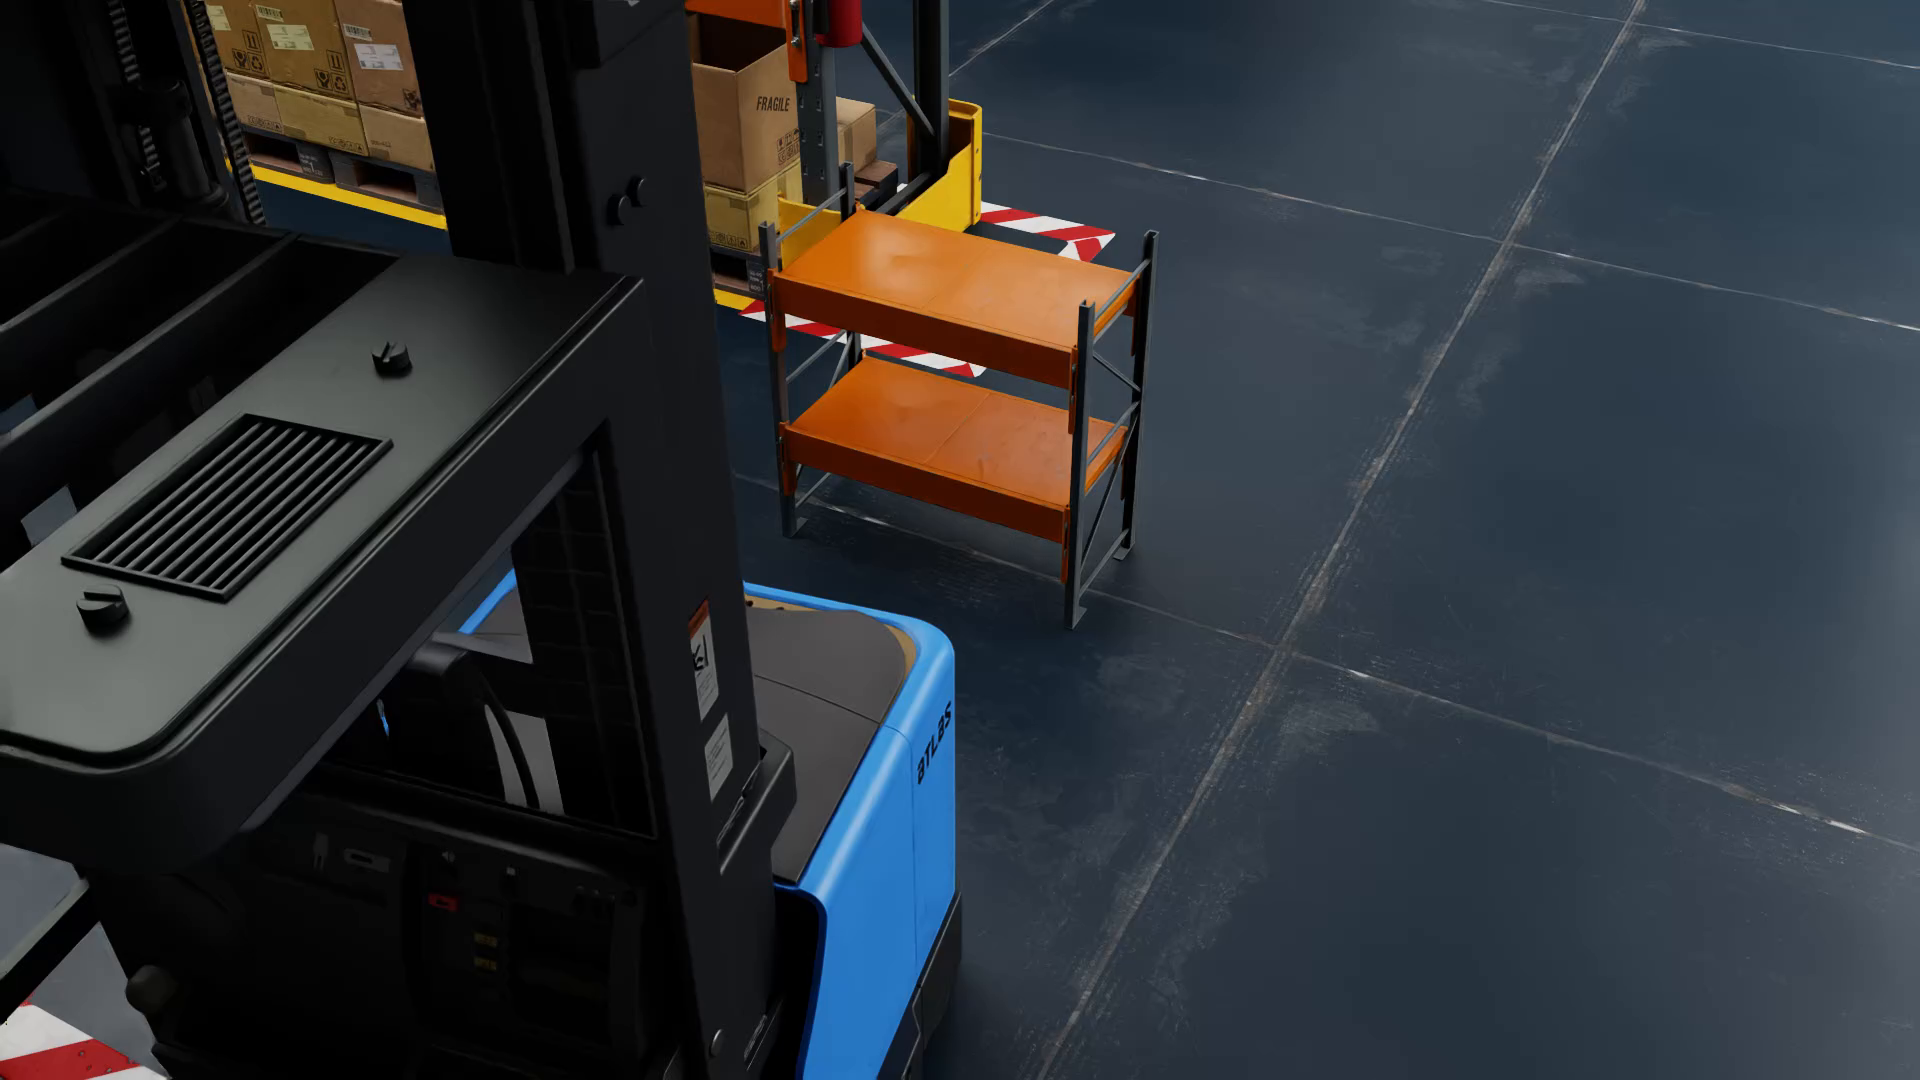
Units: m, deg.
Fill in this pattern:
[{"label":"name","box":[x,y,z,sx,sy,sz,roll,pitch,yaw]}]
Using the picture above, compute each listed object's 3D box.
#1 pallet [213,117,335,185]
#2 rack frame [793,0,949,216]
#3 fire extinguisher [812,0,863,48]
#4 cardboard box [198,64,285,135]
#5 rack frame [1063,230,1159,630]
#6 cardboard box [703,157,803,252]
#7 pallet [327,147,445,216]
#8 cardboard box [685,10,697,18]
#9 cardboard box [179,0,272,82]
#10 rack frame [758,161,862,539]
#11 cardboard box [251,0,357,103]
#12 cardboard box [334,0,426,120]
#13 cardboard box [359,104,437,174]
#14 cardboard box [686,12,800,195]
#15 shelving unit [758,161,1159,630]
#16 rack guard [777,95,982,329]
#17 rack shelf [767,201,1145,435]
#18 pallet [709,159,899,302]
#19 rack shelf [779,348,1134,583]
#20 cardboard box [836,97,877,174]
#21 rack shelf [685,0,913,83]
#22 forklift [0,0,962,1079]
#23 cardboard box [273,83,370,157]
[{"label":"pallet","box":[-3.192,-2.141,8.123,1.213,0.211,1.003,17,41,21]},{"label":"rack frame","box":[-0.327,-2.383,6.135,0.127,3.000,1.000,17,41,21]},{"label":"fire extinguisher","box":[-0.436,-2.070,5.787,0.183,0.674,0.296,17,41,21]},{"label":"cardboard box","box":[-3.165,-2.134,7.734,0.500,0.250,0.500,17,41,21]},{"label":"rack frame","box":[0.445,-0.309,4.953,0.032,1.125,0.500,17,41,21]},{"label":"cardboard box","box":[-0.939,-1.446,6.827,0.500,0.250,0.500,17,41,21]},{"label":"pallet","box":[-2.105,-1.803,7.677,1.213,0.211,1.003,17,41,21]},{"label":"cardboard box","box":[-1.146,-2.160,7.149,0.500,0.500,0.500,17,41,21]},{"label":"cardboard box","box":[-3.164,-2.434,7.509,0.500,0.500,0.500,17,41,21]},{"label":"rack frame","box":[-0.457,-0.591,5.325,0.032,1.125,0.500,17,41,21]},{"label":"cardboard box","box":[-2.723,-2.291,7.321,0.500,0.500,0.500,17,41,21]},{"label":"cardboard box","box":[-2.278,-2.153,7.139,0.500,0.500,0.500,17,41,21]},{"label":"cardboard box","box":[-2.277,-1.856,7.368,0.500,0.250,0.500,17,41,21]},{"label":"cardboard box","box":[-0.940,-1.743,6.599,0.500,0.500,0.500,17,41,21]},{"label":"shelving unit","box":[-0.006,-0.450,5.139,1.048,1.125,0.538,17,41,21]},{"label":"rack guard","box":[-0.306,-1.381,6.882,0.348,0.500,1.175,17,41,21]},{"label":"rack shelf","box":[-0.006,-0.683,4.962,1.000,0.278,0.538,17,41,21]},{"label":"pallet","box":[-1.025,-1.463,7.229,1.213,0.211,1.003,17,41,21]},{"label":"rack shelf","box":[-0.006,-0.255,5.287,1.000,0.278,0.538,17,41,21]},{"label":"cardboard box","box":[-0.701,-1.724,7.194,0.500,0.250,0.500,17,41,21]},{"label":"rack shelf","box":[-2.103,-2.653,7.086,4.000,0.370,1.077,17,41,21]},{"label":"forklift","box":[-0.935,0.621,2.235,1.130,2.935,3.031,11,39,14]},{"label":"cardboard box","box":[-2.723,-1.992,7.547,0.500,0.250,0.500,17,41,21]}]
